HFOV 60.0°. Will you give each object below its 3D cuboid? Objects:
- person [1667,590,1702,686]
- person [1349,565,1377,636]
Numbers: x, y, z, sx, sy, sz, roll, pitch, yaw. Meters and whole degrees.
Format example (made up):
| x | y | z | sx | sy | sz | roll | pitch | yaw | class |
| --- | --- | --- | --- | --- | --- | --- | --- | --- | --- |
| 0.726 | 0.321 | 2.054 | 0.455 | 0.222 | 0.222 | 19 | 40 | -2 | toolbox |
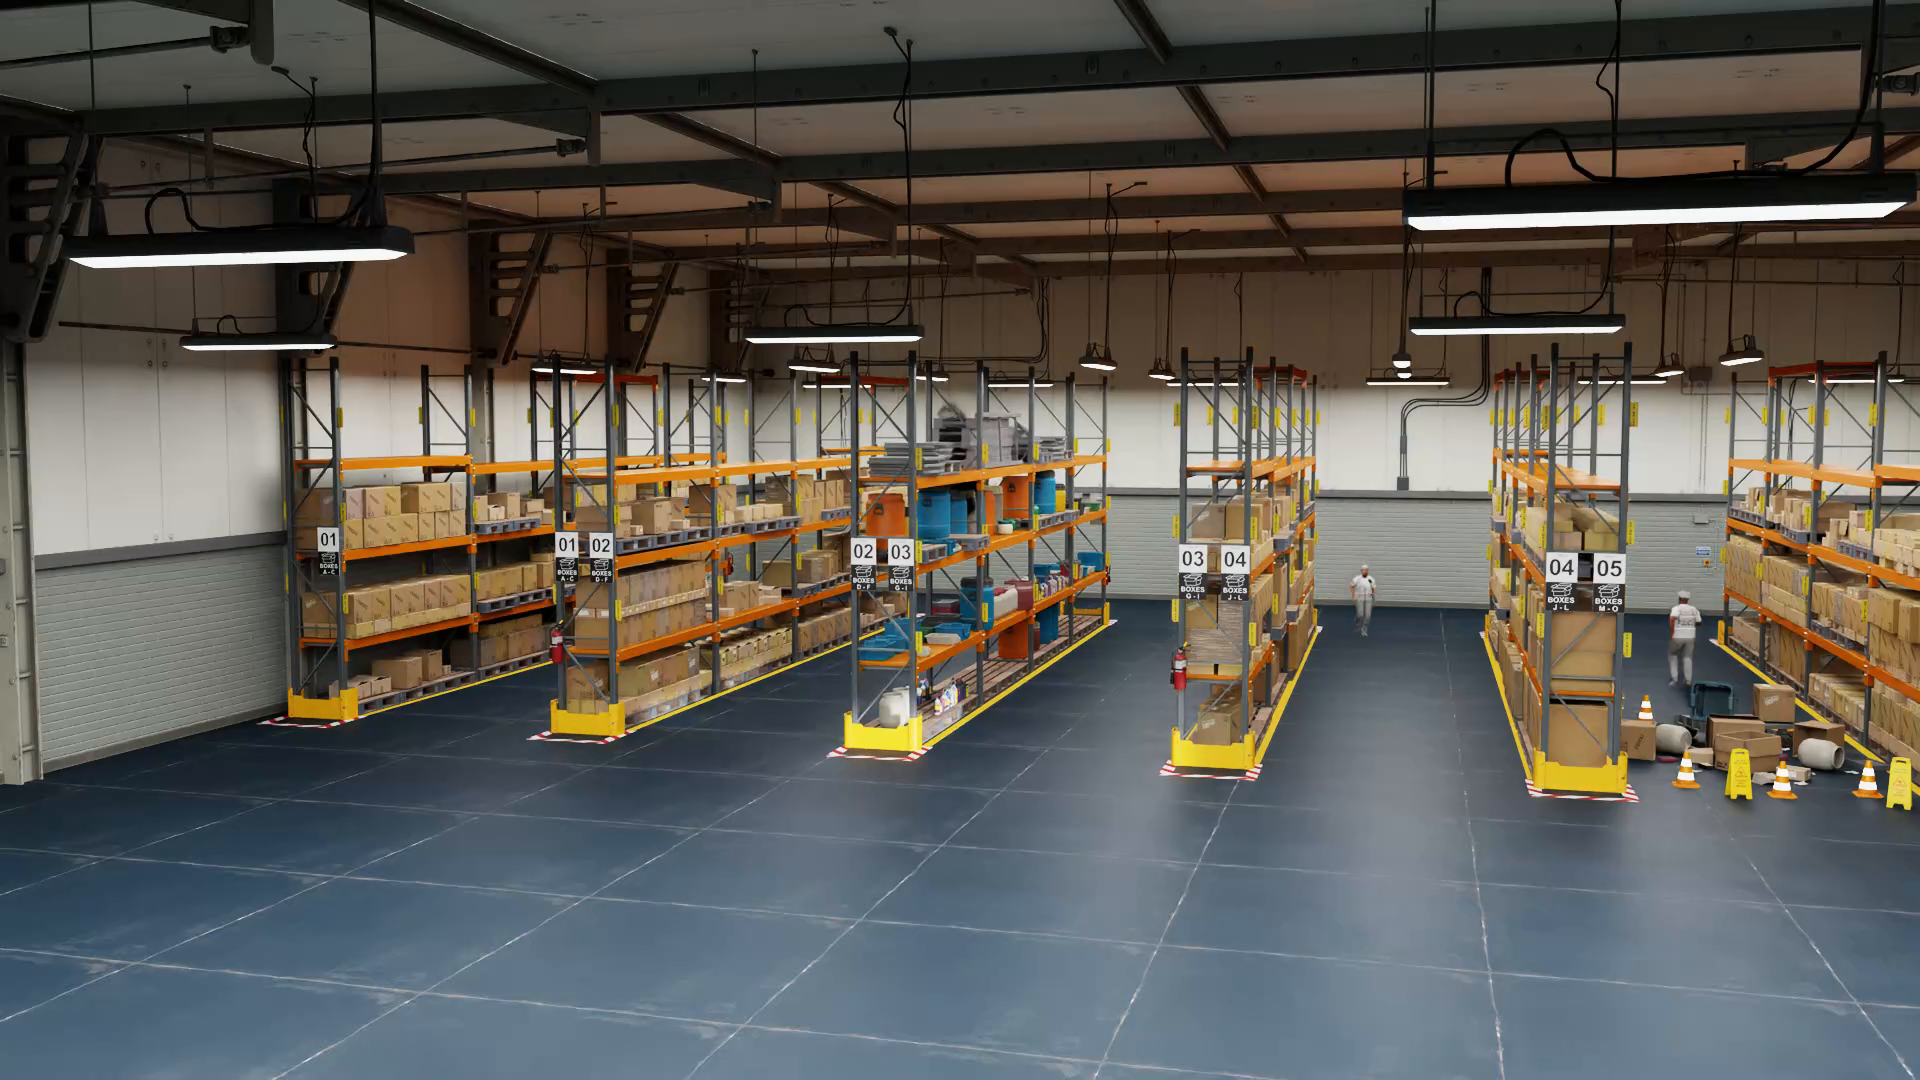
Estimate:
| x | y | z | sx | sy | sz | roll | pitch | yaw | class |
| --- | --- | --- | --- | --- | --- | --- | --- | --- | --- |
| 13.459 | 1.870 | 30.947 | 0.640 | 1.847 | 0.784 | 1 | 4 | 9 | person |
| 9.278 | 1.398 | 38.185 | 0.600 | 1.616 | 0.539 | 0 | 4 | 3 | person |
